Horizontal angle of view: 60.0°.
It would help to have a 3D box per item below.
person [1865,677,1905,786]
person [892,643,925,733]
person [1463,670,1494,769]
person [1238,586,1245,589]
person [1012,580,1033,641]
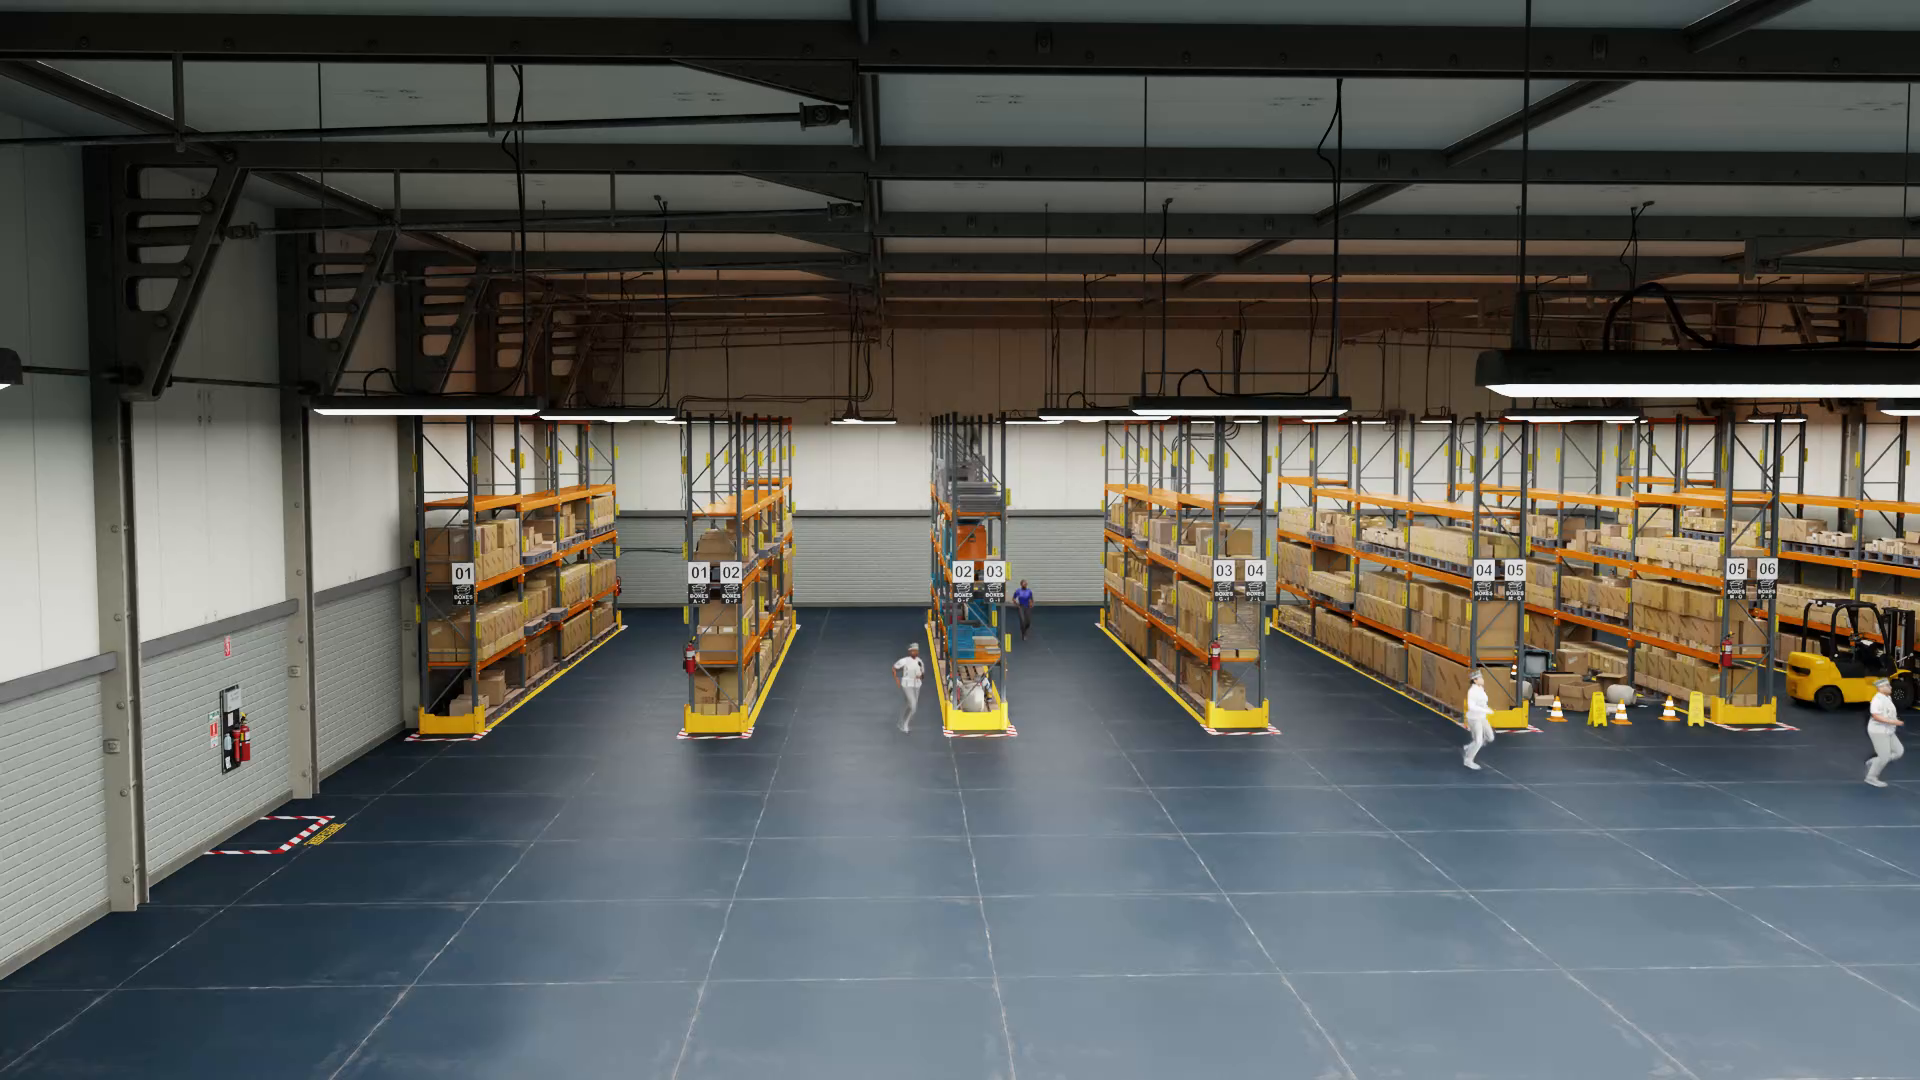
[{"bbox_3d":[14.731,3.043,26.467,0.578,1.754,0.716,3,5,42],"label":"person"},{"bbox_3d":[-0.916,2.772,31.224,0.560,1.685,0.632,-3,5,-37],"label":"person"},{"bbox_3d":[8.697,2.994,27.839,0.527,1.668,0.669,3,5,34],"label":"person"},{"bbox_3d":[7.872,1.750,45.384,0.712,1.791,0.975,0,4,5],"label":"person"},{"bbox_3d":[1.697,1.885,44.728,0.585,1.617,0.541,-1,4,-11],"label":"person"}]
